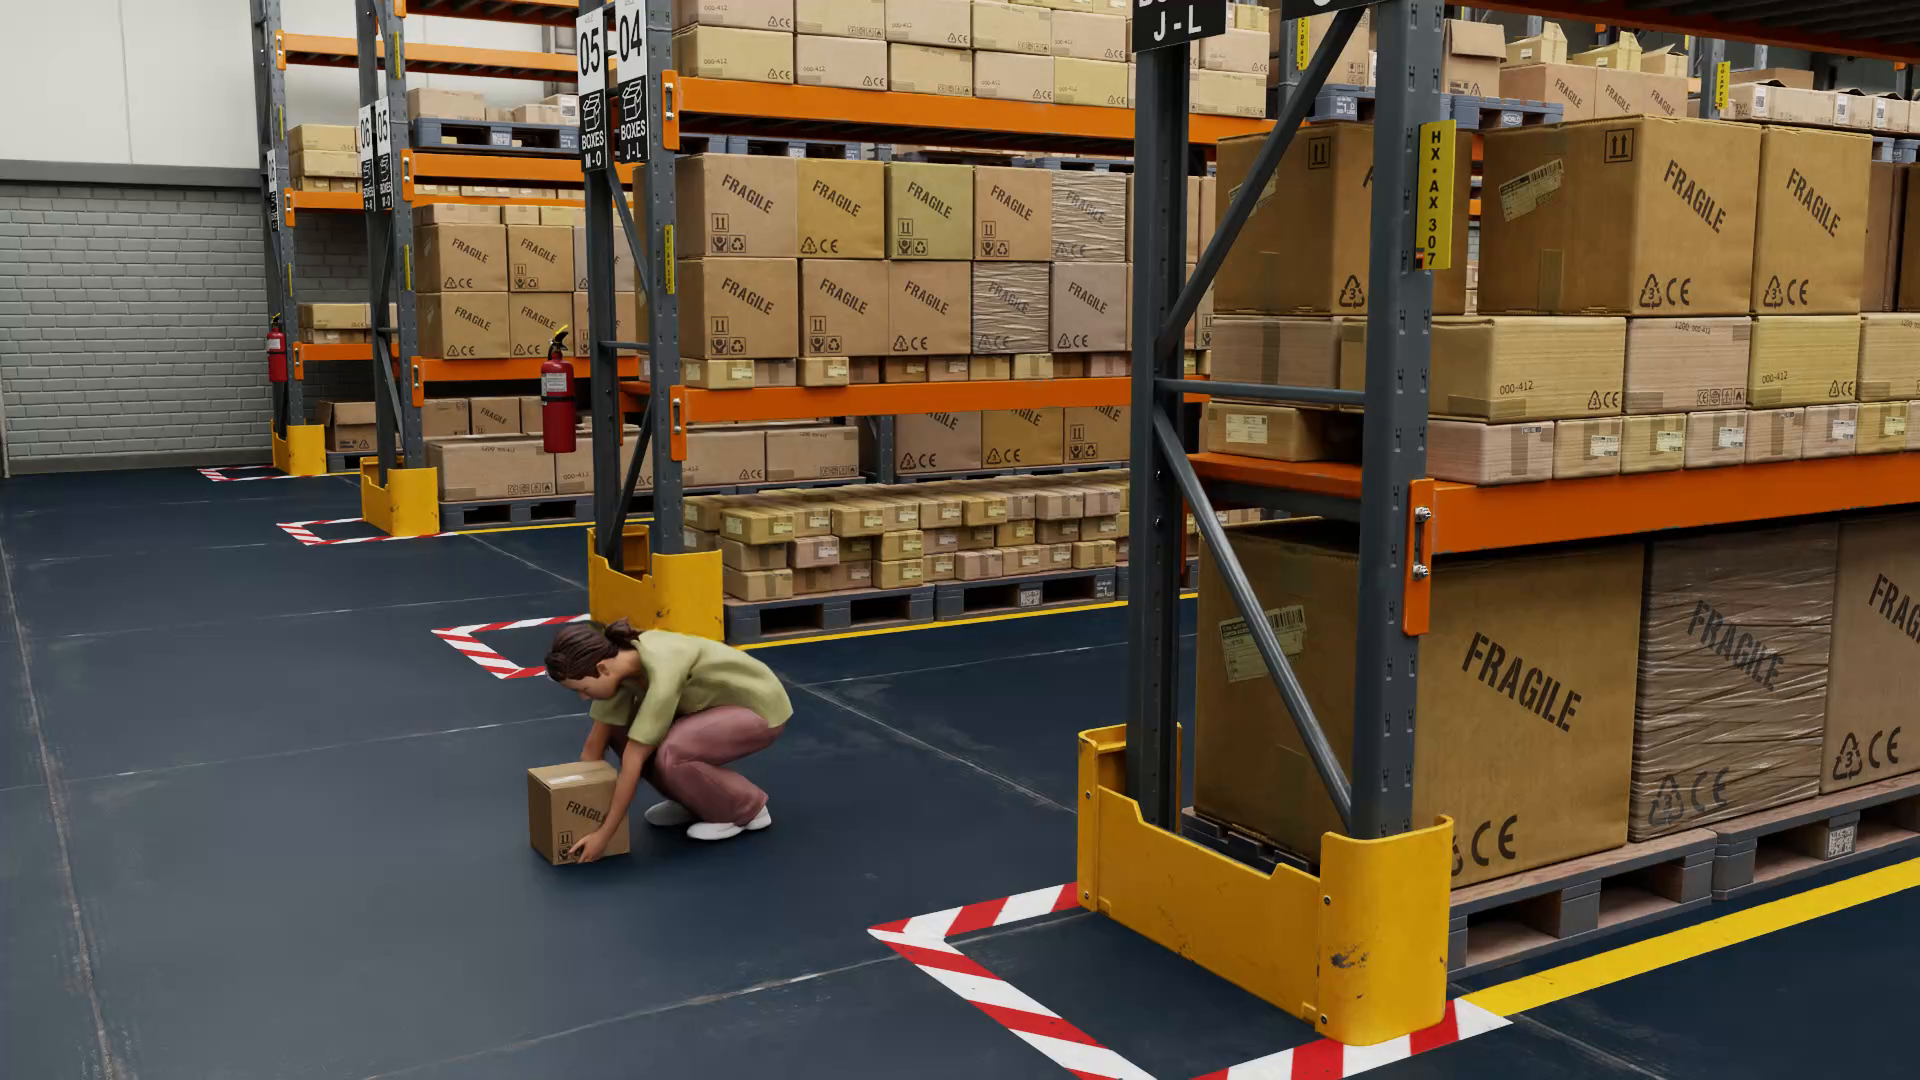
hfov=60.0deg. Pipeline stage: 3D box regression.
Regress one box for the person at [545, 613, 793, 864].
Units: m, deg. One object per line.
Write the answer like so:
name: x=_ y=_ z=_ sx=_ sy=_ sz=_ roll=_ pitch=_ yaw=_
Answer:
person: x=-0.946 y=0.619 z=5.435 sx=0.825 sy=0.803 sz=0.468 roll=-5 pitch=10 yaw=-31
